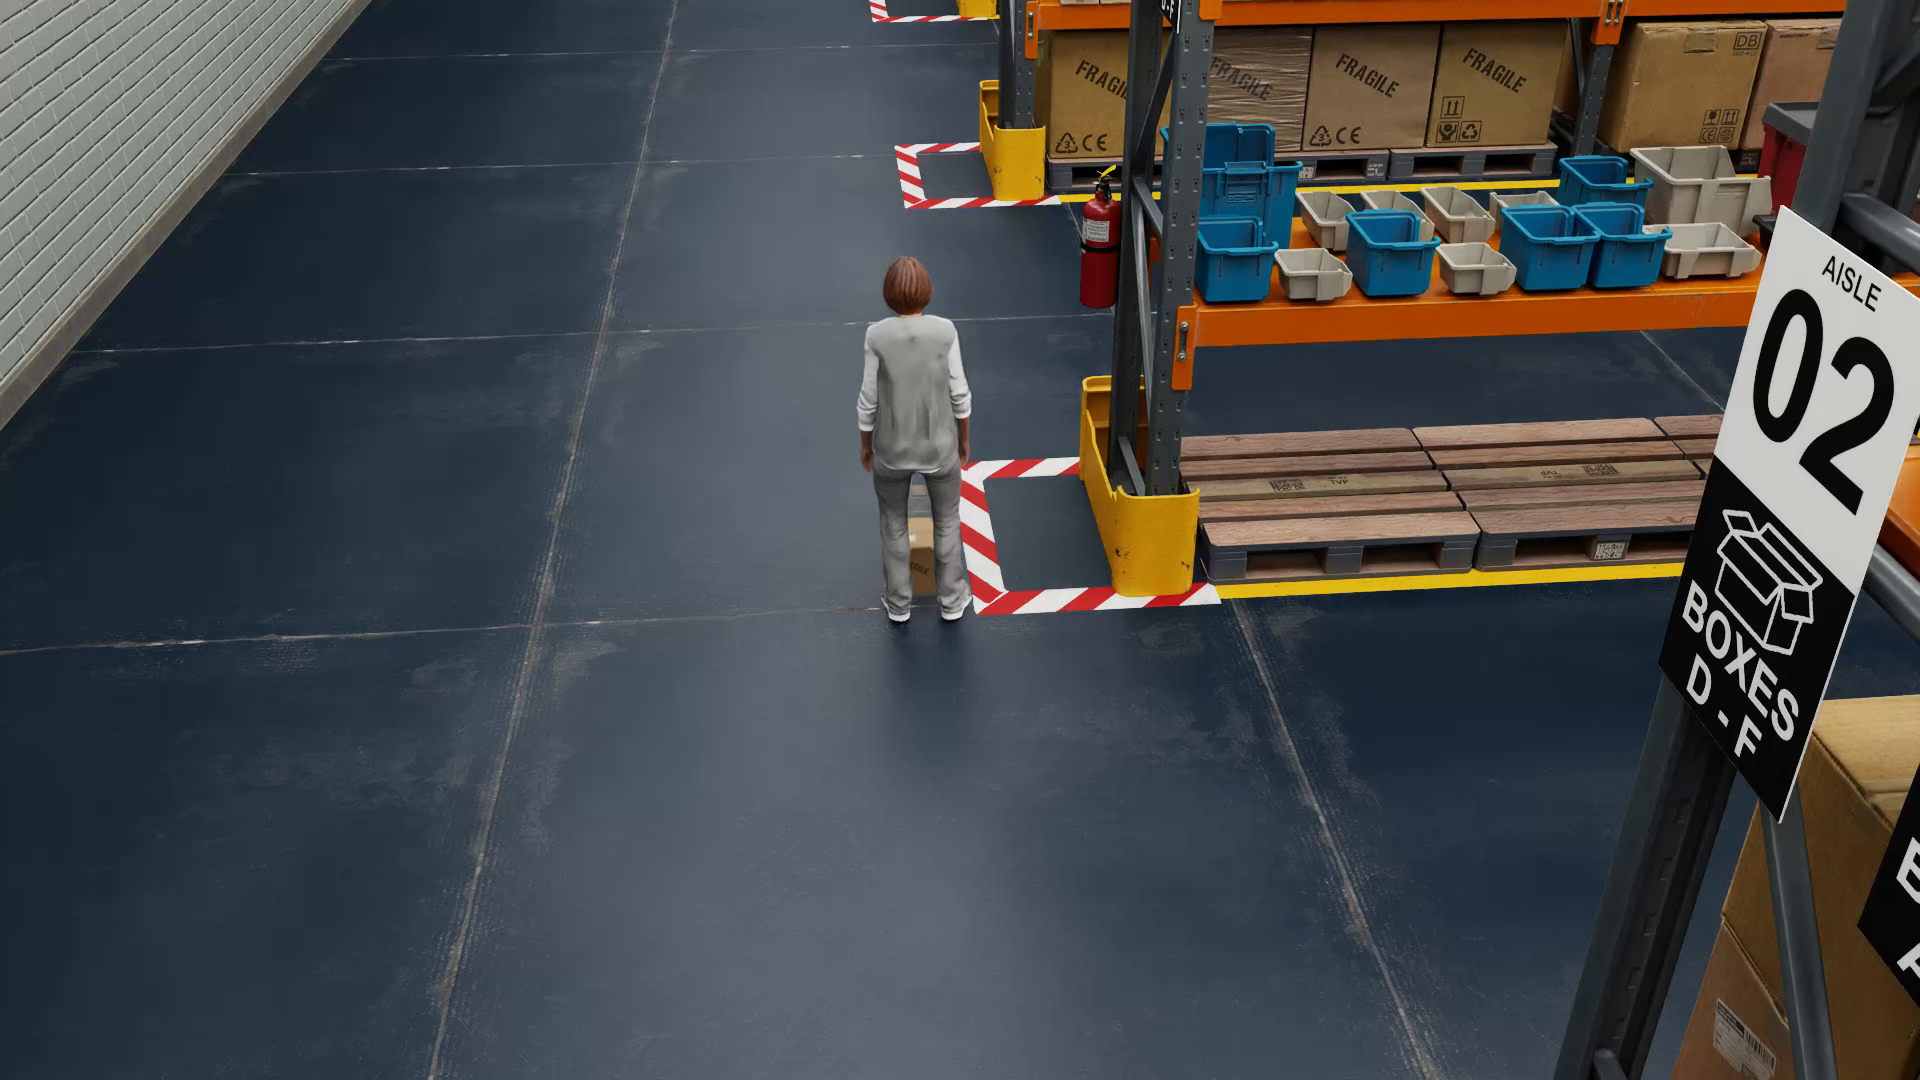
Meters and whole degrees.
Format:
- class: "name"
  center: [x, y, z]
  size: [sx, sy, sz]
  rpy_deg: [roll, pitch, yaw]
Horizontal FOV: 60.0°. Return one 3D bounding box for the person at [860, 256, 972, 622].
- class: "person"
  center: [-0.175, -0.379, 6.763]
  size: [0.461, 1.592, 0.319]
  rpy_deg: [-2, 32, -3]
